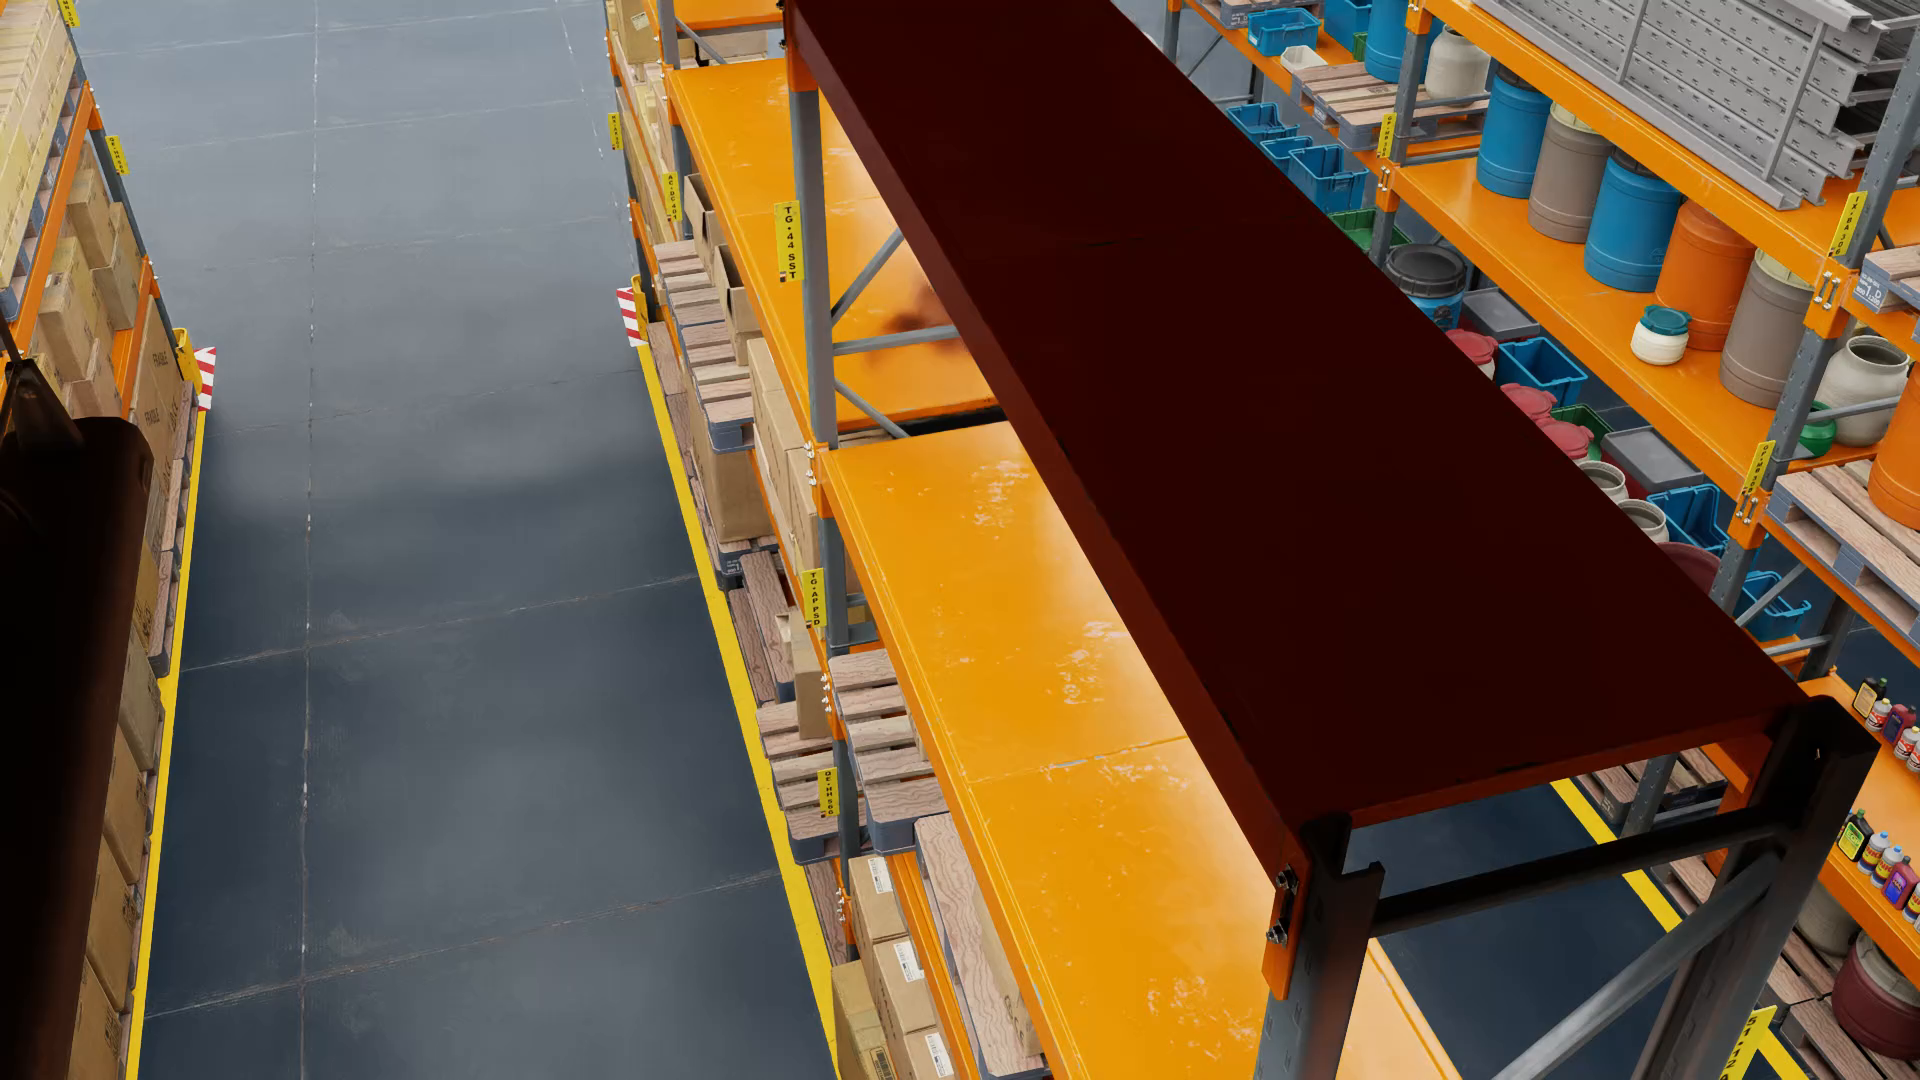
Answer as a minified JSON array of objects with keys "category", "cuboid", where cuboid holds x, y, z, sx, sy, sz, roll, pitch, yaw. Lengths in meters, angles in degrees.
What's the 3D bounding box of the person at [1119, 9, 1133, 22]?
[{"category":"person","cuboid":[1.637,-4.625,17.252,0.818,1.791,0.672,10,39,12]}]
